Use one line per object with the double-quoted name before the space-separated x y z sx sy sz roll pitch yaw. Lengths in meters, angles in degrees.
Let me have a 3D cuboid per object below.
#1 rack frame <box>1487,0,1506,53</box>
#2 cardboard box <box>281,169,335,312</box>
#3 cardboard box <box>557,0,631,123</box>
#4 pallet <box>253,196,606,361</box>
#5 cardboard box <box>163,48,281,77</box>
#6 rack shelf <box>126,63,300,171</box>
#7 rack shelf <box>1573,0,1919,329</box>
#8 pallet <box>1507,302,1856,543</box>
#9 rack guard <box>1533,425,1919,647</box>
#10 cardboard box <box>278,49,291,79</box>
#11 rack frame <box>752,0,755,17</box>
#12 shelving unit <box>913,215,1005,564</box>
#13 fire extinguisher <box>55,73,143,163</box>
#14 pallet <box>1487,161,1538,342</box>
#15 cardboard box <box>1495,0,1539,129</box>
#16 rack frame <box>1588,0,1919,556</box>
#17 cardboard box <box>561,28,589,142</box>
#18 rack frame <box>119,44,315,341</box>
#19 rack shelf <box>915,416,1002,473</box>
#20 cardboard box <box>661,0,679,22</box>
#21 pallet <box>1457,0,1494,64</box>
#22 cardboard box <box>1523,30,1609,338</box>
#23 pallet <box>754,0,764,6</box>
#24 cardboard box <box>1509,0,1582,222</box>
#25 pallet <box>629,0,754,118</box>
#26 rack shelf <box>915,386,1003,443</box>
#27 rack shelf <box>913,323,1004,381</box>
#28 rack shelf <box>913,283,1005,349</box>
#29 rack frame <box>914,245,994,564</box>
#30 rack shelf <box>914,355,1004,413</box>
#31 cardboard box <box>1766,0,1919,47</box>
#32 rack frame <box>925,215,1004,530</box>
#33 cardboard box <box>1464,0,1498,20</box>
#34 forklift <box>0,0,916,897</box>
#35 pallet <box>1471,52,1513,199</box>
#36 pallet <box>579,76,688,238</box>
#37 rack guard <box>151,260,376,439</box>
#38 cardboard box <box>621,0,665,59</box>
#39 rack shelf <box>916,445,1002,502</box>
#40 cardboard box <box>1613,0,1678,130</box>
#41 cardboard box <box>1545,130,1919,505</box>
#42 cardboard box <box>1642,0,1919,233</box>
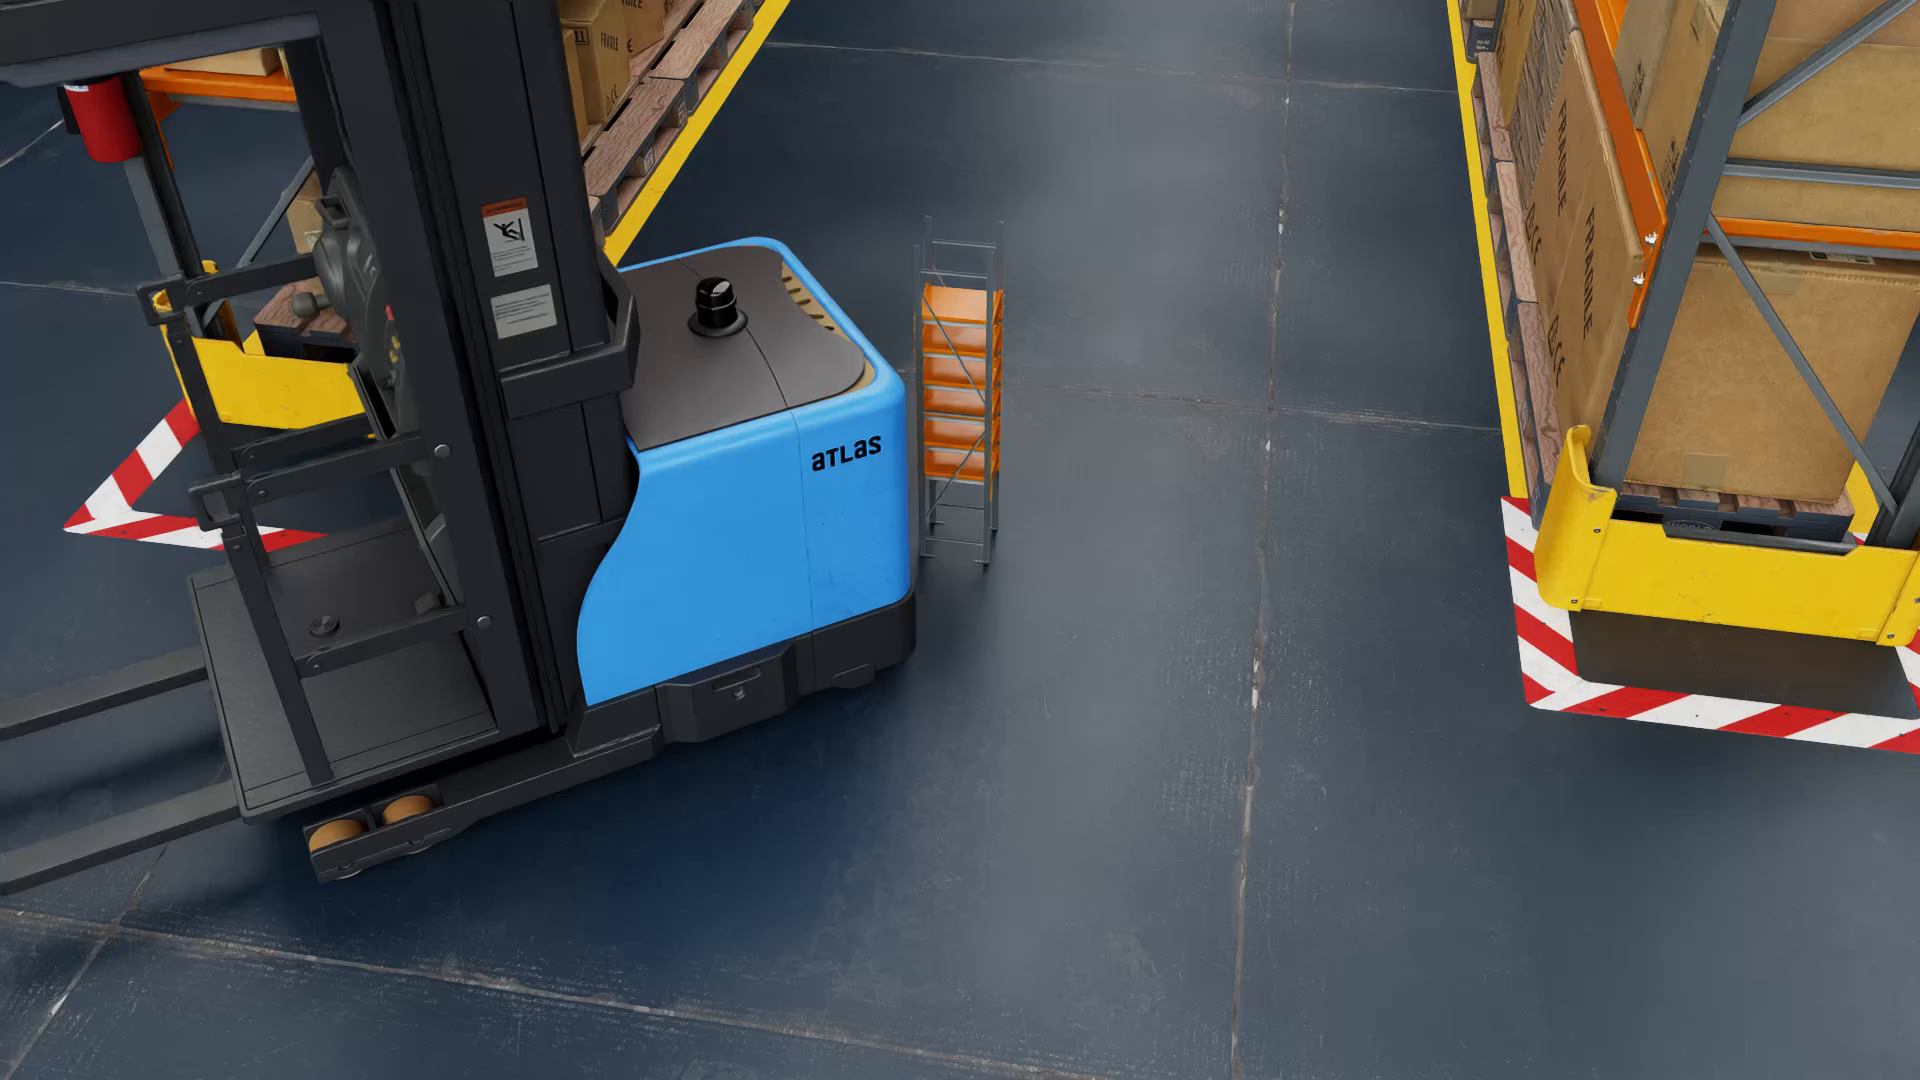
"rack frame" 3.218 -3.505 7.636 1.000 3.000 0.127 6 40 8
"cardboard box" -2.217 -1.194 6.472 0.500 0.500 0.500 14 41 16
"cardboard box" -1.880 -2.309 7.821 0.500 0.500 0.500 3 40 4
"pallet" -2.153 -1.084 6.896 1.003 0.211 1.213 6 40 8
"cardboard box" -2.496 -1.710 5.661 0.380 0.149 0.250 6 40 8
"rack shelf" -1.996 -2.583 7.085 1.077 0.370 4.000 6 40 8
"rack shelf" 2.872 -1.973 6.347 1.077 0.370 4.000 6 40 8
"pallet" 2.587 -0.431 6.105 1.003 0.211 1.213 6 40 8
"rack guard" 2.522 -0.016 5.378 1.175 0.500 0.348 6 40 8
"cardboard box" -2.058 -1.661 5.602 0.380 0.149 0.250 6 40 8
"rack frame" -1.650 -4.116 8.374 1.000 3.000 0.127 6 40 8
"shelving unit" -0.002 -0.453 5.357 0.258 1.200 0.189 6 40 8
"fire extinguisher" -2.815 -1.554 5.337 0.296 0.674 0.183 6 40 8
"pallet" 2.801 -1.194 7.029 1.003 0.211 1.213 6 40 8
"cardboard box" 3.040 -2.461 7.711 0.875 0.875 0.875 7 40 8
"rack frame" 2.526 -0.995 4.599 1.000 3.000 0.127 6 40 8
"cardboard box" -2.021 -1.964 7.403 0.500 0.500 0.500 10 41 12
"rack frame" -2.342 -1.605 5.338 1.000 3.000 0.127 6 40 8
"rack shelf" -0.003 -0.327 5.461 0.258 0.103 0.180 6 40 8
"cardboard box" -1.758 -3.067 8.738 0.500 0.500 0.500 5 40 6
"pallet" 3.277 -2.923 9.120 1.003 0.211 1.213 6 40 8
"cardboard box" 2.728 -1.323 6.334 0.875 0.875 0.875 6 40 7
"pallet" -1.516 -3.530 9.854 1.003 0.211 1.213 6 40 8
"cardboard box" 2.888 -1.895 7.026 0.875 0.875 0.875 7 40 8
"pallet" -1.731 -2.616 8.748 1.003 0.211 1.213 6 40 8
"rack shelf" -0.002 -0.419 5.385 0.258 0.103 0.180 6 40 8
"rack shelf" -0.002 -0.604 5.232 0.258 0.103 0.180 6 40 8
"rack shelf" -0.002 -0.697 5.156 0.258 0.103 0.180 6 40 8
"rack frame" -0.018 -0.396 5.287 0.240 1.200 0.006 6 40 8
"rack shelf" -0.002 -0.512 5.309 0.258 0.103 0.180 6 40 8
"cardboard box" 2.628 -1.698 4.484 0.875 0.550 0.550 6 40 8
"rack frame" 0.013 -0.511 5.426 0.240 1.200 0.006 6 40 8
"cardboard box" 3.237 -3.200 8.702 1.050 0.750 0.750 6 40 7
"forklift" -1.688 -0.577 4.148 3.031 2.935 1.130 -18 43 -21
"pallet" 3.009 -1.962 7.957 1.003 0.211 1.213 6 40 8
"pallet" -1.940 -1.848 7.819 1.003 0.211 1.213 6 40 8
"rack guard" -2.329 -0.690 6.192 1.175 0.500 0.348 6 40 8
"cardboard box" -1.850 -2.707 8.302 0.500 0.500 0.500 19 43 21
"rack shelf" -0.003 -0.234 5.538 0.258 0.103 0.180 6 40 8
"cardboard box" 2.619 -1.638 5.260 0.875 0.550 0.550 6 40 8
"cardboard box" 2.578 -0.771 5.666 0.875 0.875 0.875 7 40 8
"cardboard box" 2.545 -1.291 4.839 0.875 0.550 0.550 6 40 8
